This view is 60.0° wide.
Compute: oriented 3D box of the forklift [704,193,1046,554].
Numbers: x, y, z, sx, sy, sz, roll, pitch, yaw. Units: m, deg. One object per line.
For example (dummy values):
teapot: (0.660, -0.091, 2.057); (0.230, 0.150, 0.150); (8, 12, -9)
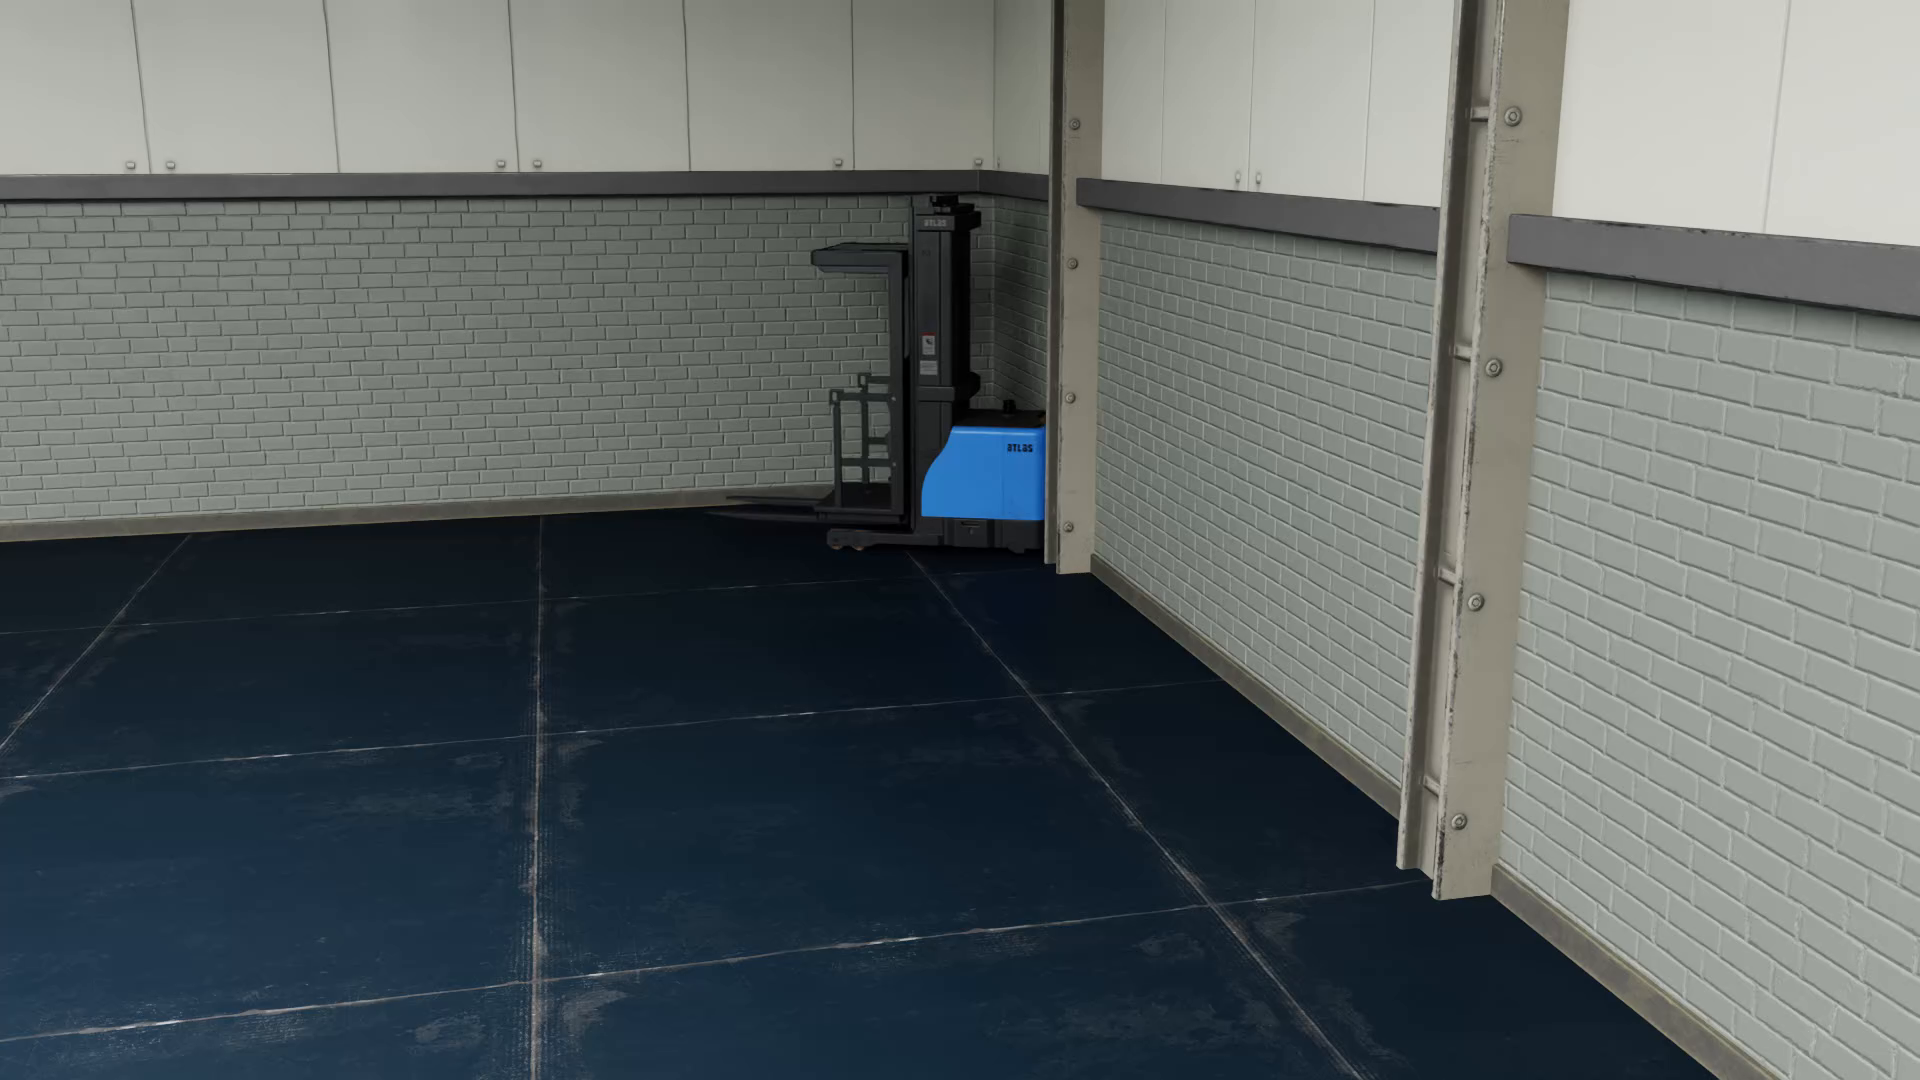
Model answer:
forklift: (-0.678, -1.460, 14.227); (3.031, 2.935, 1.130); (2, 14, 10)

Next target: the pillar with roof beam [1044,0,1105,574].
pillar with roof beam: (-3.297, -3.913, 11.482); (9.100, 9.000, 0.400); (-3, 14, -13)

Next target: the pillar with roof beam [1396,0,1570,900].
pillar with roof beam: (-1.888, -2.529, 5.816); (9.100, 9.000, 0.400); (-3, 14, -13)
